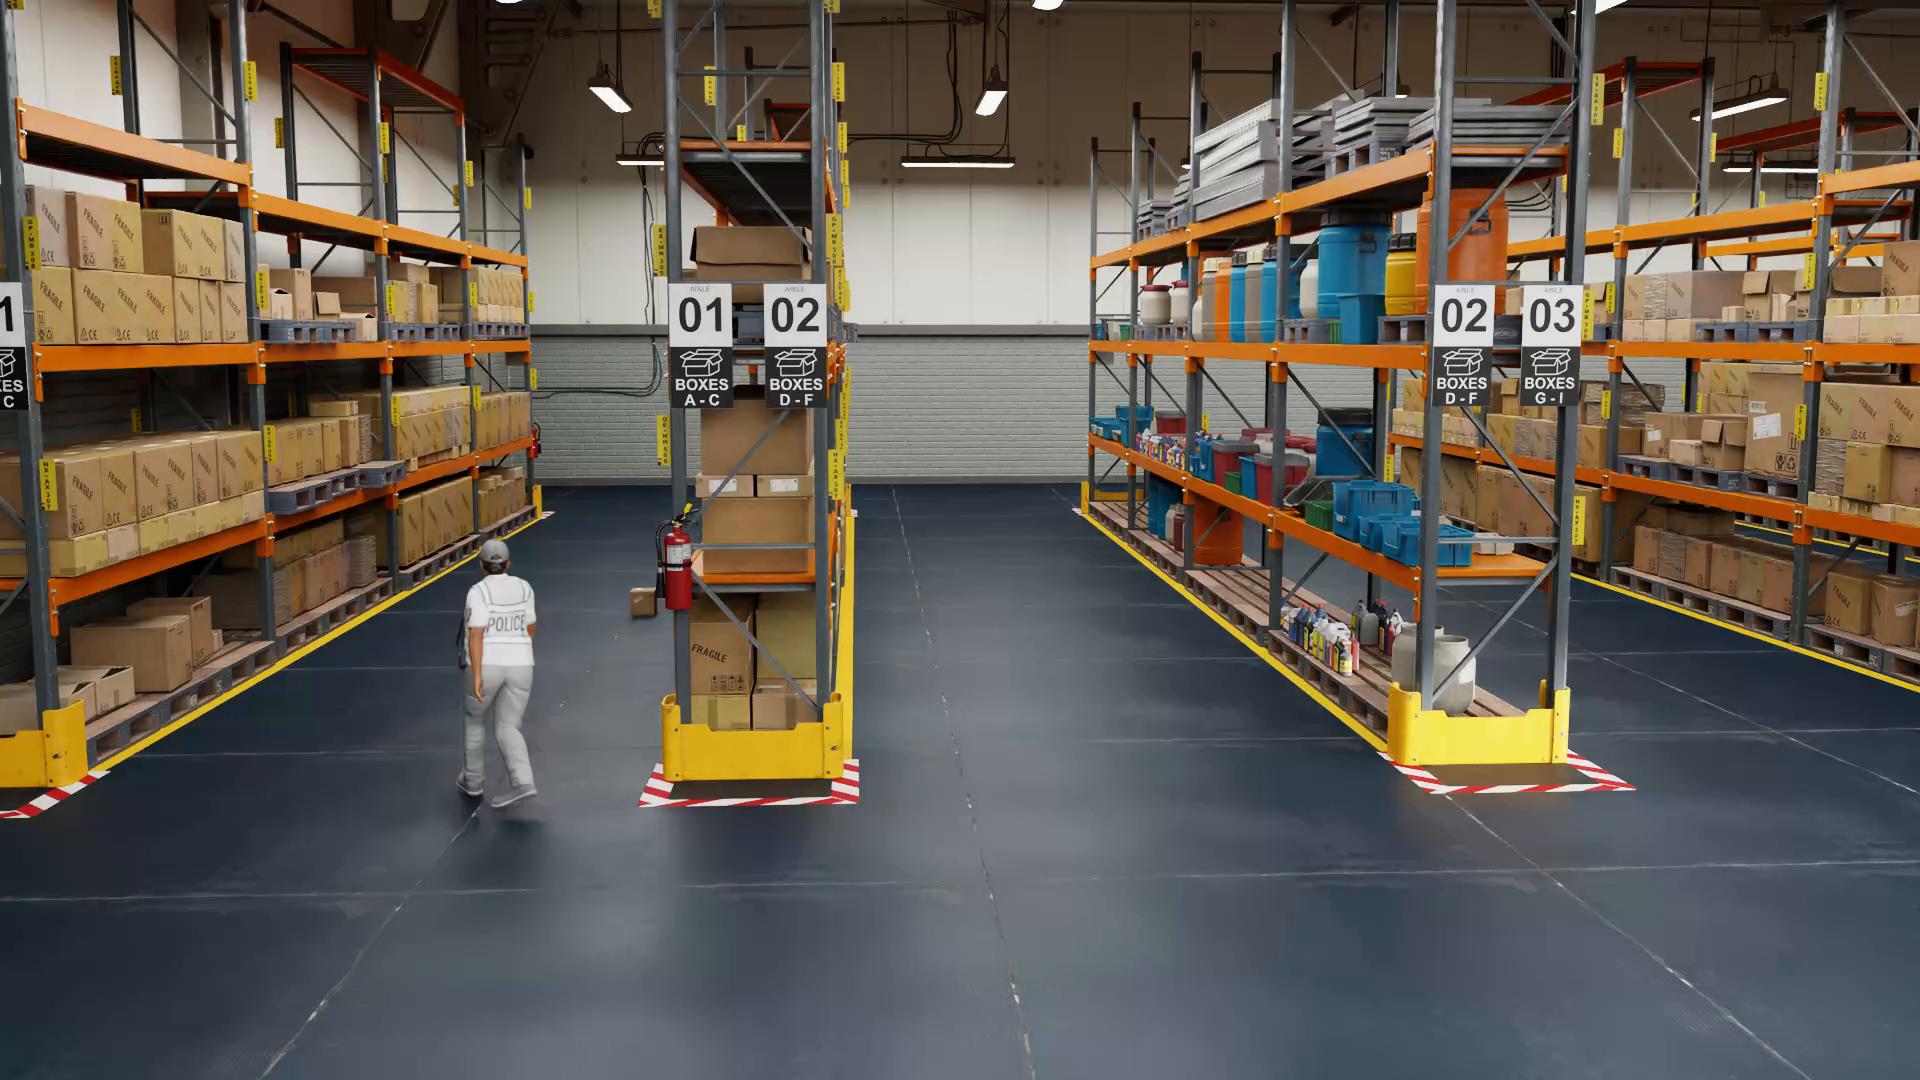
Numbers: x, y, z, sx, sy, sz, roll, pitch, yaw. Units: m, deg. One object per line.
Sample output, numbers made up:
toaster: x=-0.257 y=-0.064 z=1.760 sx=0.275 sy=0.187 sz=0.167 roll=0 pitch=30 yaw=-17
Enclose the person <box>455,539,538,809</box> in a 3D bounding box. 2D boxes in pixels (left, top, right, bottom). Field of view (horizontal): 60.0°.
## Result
person: x=-2.814 y=0.804 z=10.221 sx=0.518 sy=1.609 sz=0.928 roll=-6 pitch=9 yaw=-39
